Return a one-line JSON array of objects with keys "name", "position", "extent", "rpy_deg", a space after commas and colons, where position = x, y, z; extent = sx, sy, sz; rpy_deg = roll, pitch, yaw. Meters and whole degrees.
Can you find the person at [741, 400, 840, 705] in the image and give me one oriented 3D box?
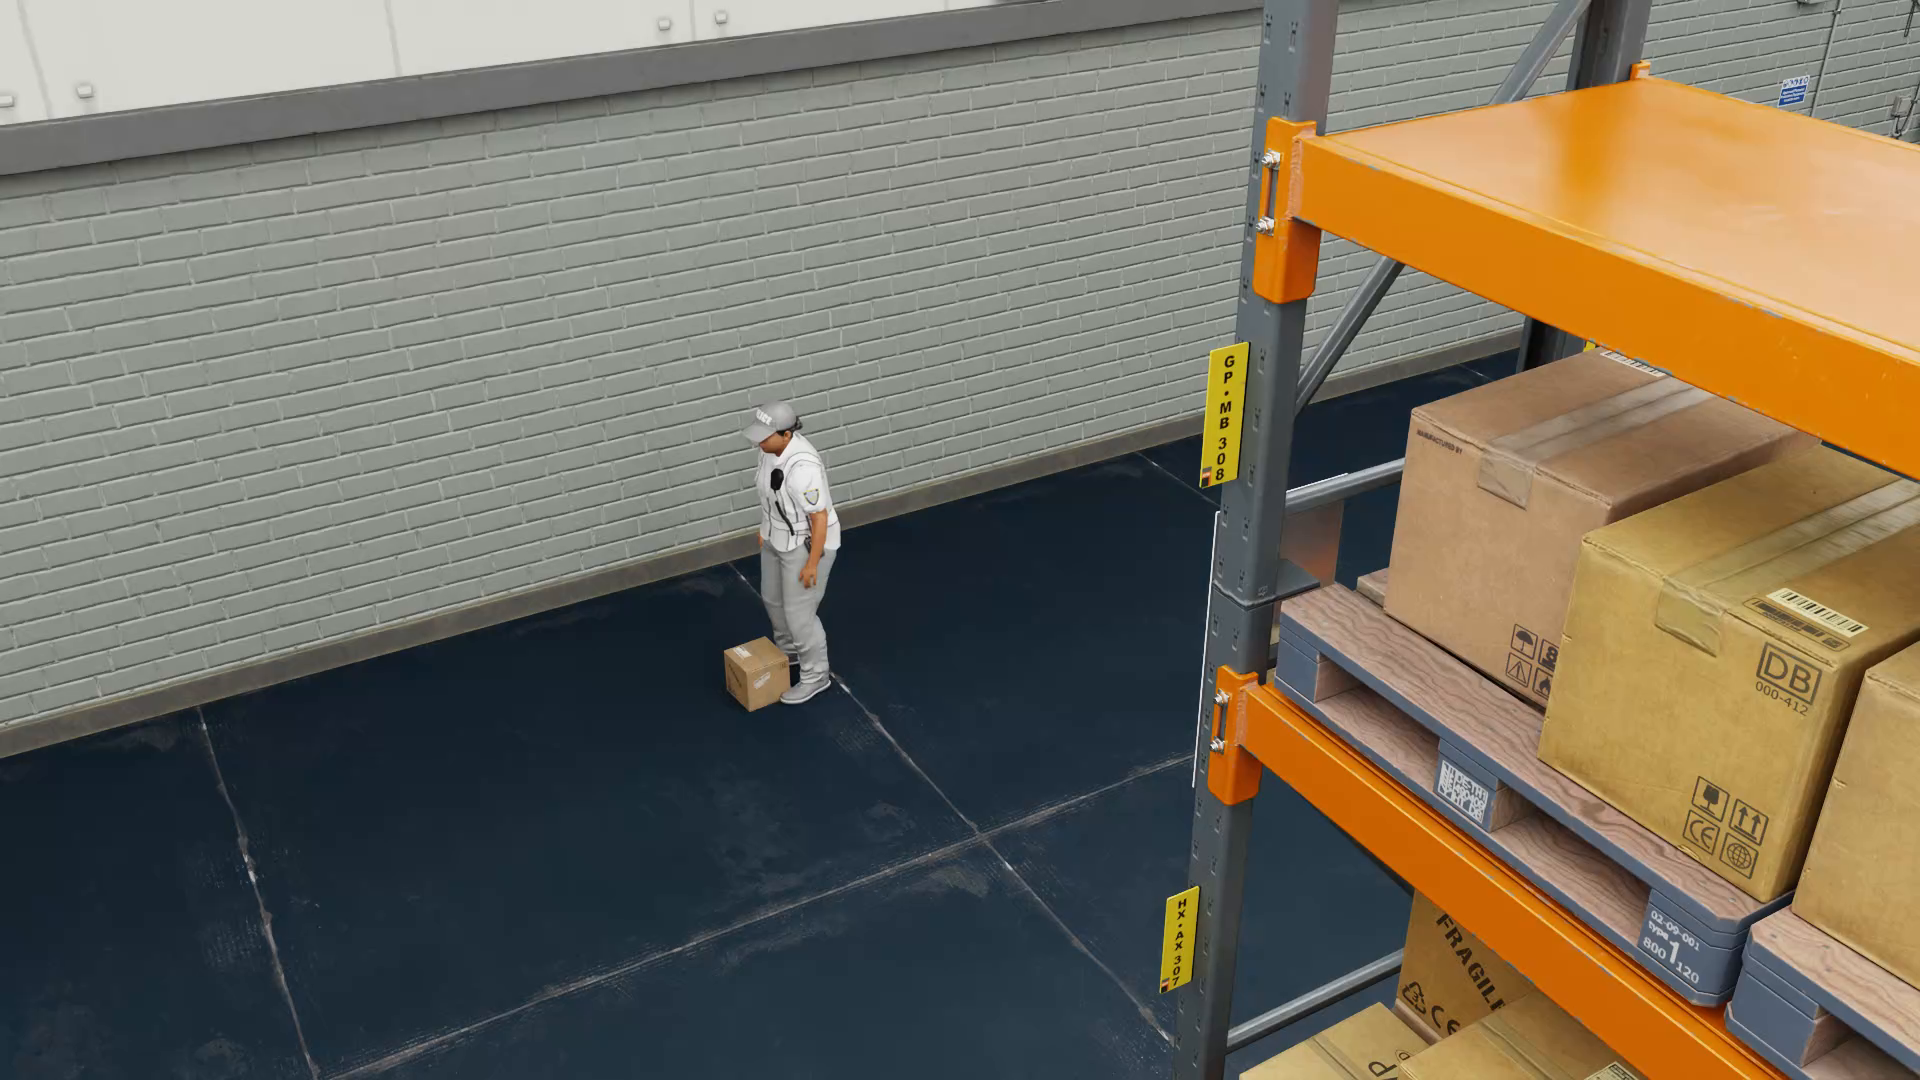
[{"name": "person", "position": [-0.874, 0.030, 8.493], "extent": [0.465, 1.667, 0.564], "rpy_deg": [-18, 34, -29]}]
